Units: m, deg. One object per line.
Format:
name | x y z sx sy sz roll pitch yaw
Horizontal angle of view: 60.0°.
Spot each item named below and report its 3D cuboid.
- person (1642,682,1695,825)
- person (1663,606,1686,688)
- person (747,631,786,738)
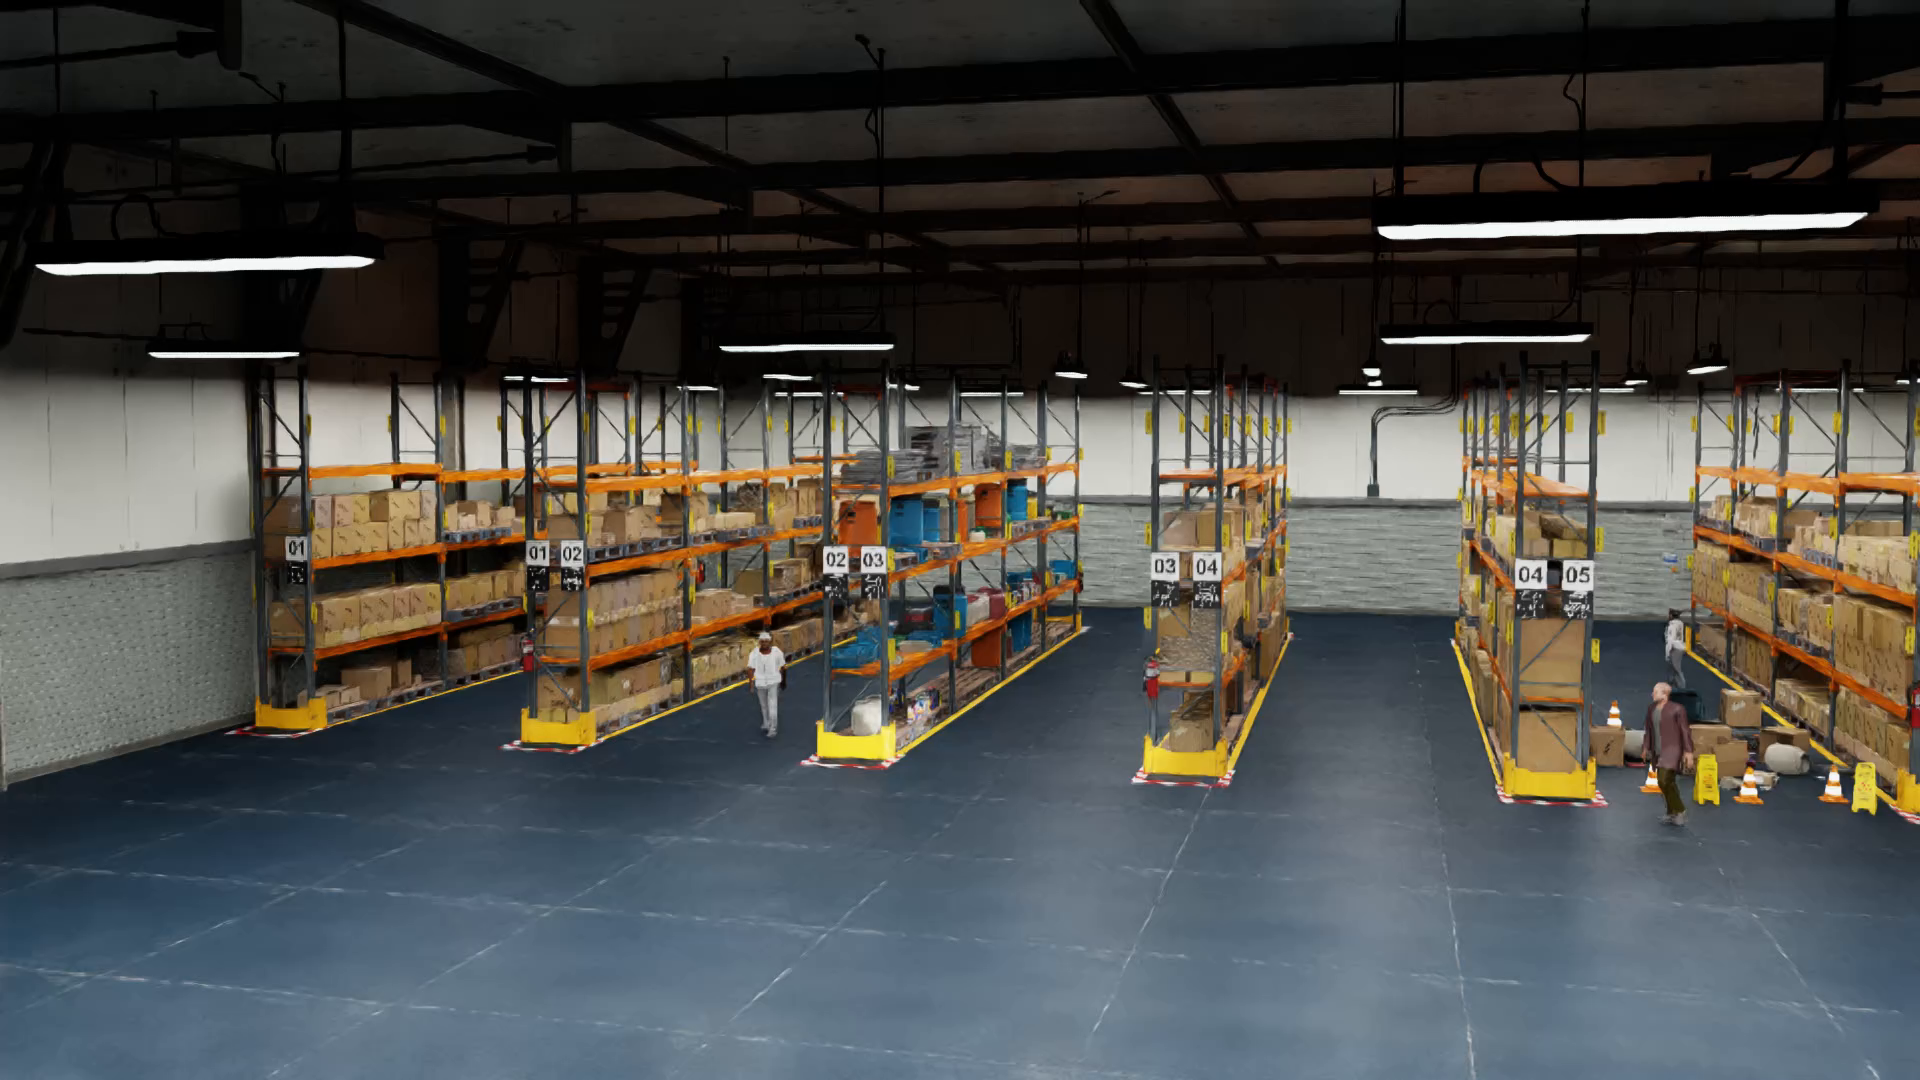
person | 8.880 2.664 20.873 0.524 1.764 0.689 -1 4 -20
person | 13.108 2.048 30.558 0.555 1.664 0.565 3 5 39
person | -3.121 2.297 26.802 0.598 1.690 1.094 0 4 5
